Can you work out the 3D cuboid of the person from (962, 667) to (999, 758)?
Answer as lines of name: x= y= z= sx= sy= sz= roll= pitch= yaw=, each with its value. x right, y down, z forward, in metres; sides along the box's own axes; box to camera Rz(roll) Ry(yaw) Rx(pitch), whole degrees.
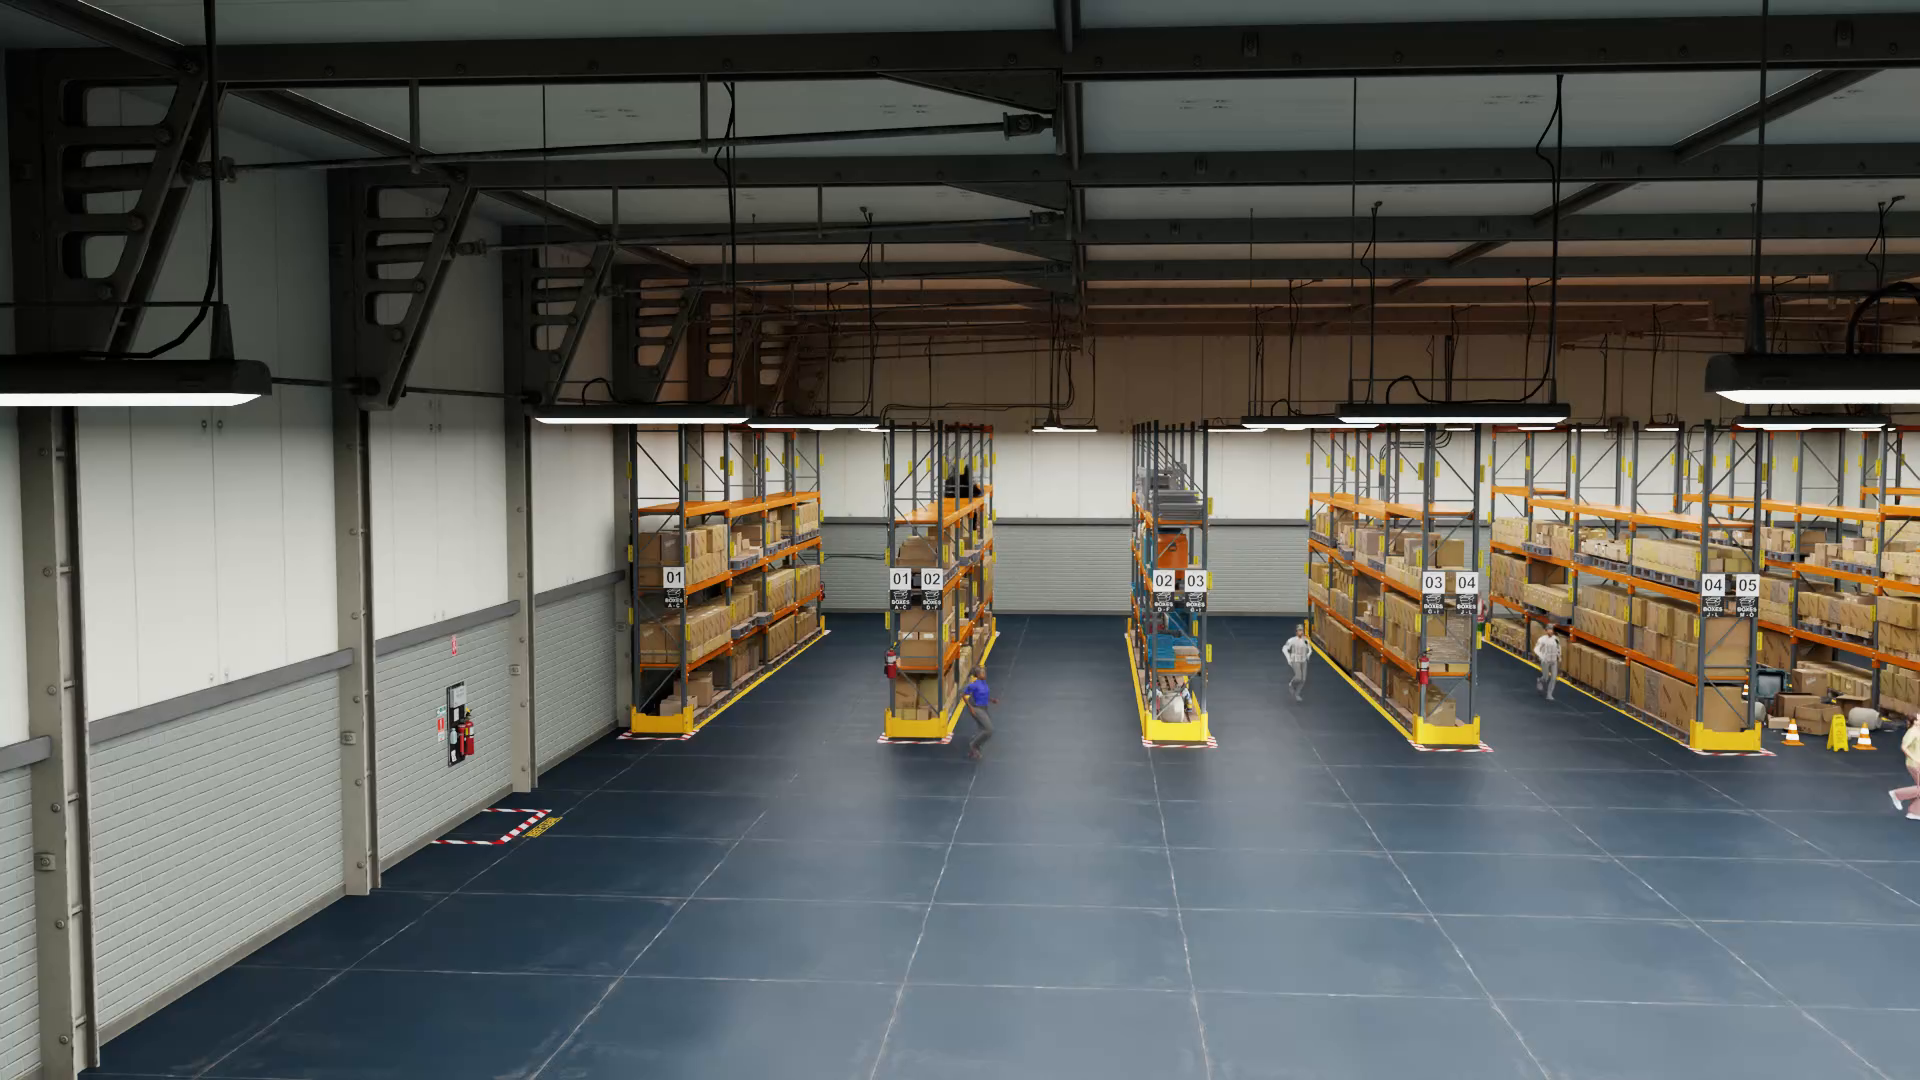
person: x=0.399 y=3.043 z=29.284 sx=0.620 sy=1.614 sz=0.551 roll=2 pitch=4 yaw=27

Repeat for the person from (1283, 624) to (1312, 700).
person: x=7.307 y=2.633 z=35.767 sx=0.608 sy=1.656 sz=0.540 roll=-1 pitch=4 yaw=-13

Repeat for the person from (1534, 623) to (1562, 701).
person: x=12.747 y=2.616 z=35.983 sx=0.617 sy=1.661 sz=0.742 roll=0 pitch=4 yaw=-1

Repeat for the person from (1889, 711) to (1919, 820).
person: x=14.179 y=3.385 z=24.749 sx=0.562 sy=1.555 sz=0.573 roll=3 pitch=5 yaw=37

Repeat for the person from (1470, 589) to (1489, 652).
person: x=13.312 y=2.130 z=42.804 sx=0.624 sy=1.770 sz=0.667 roll=0 pitch=4 yaw=5
